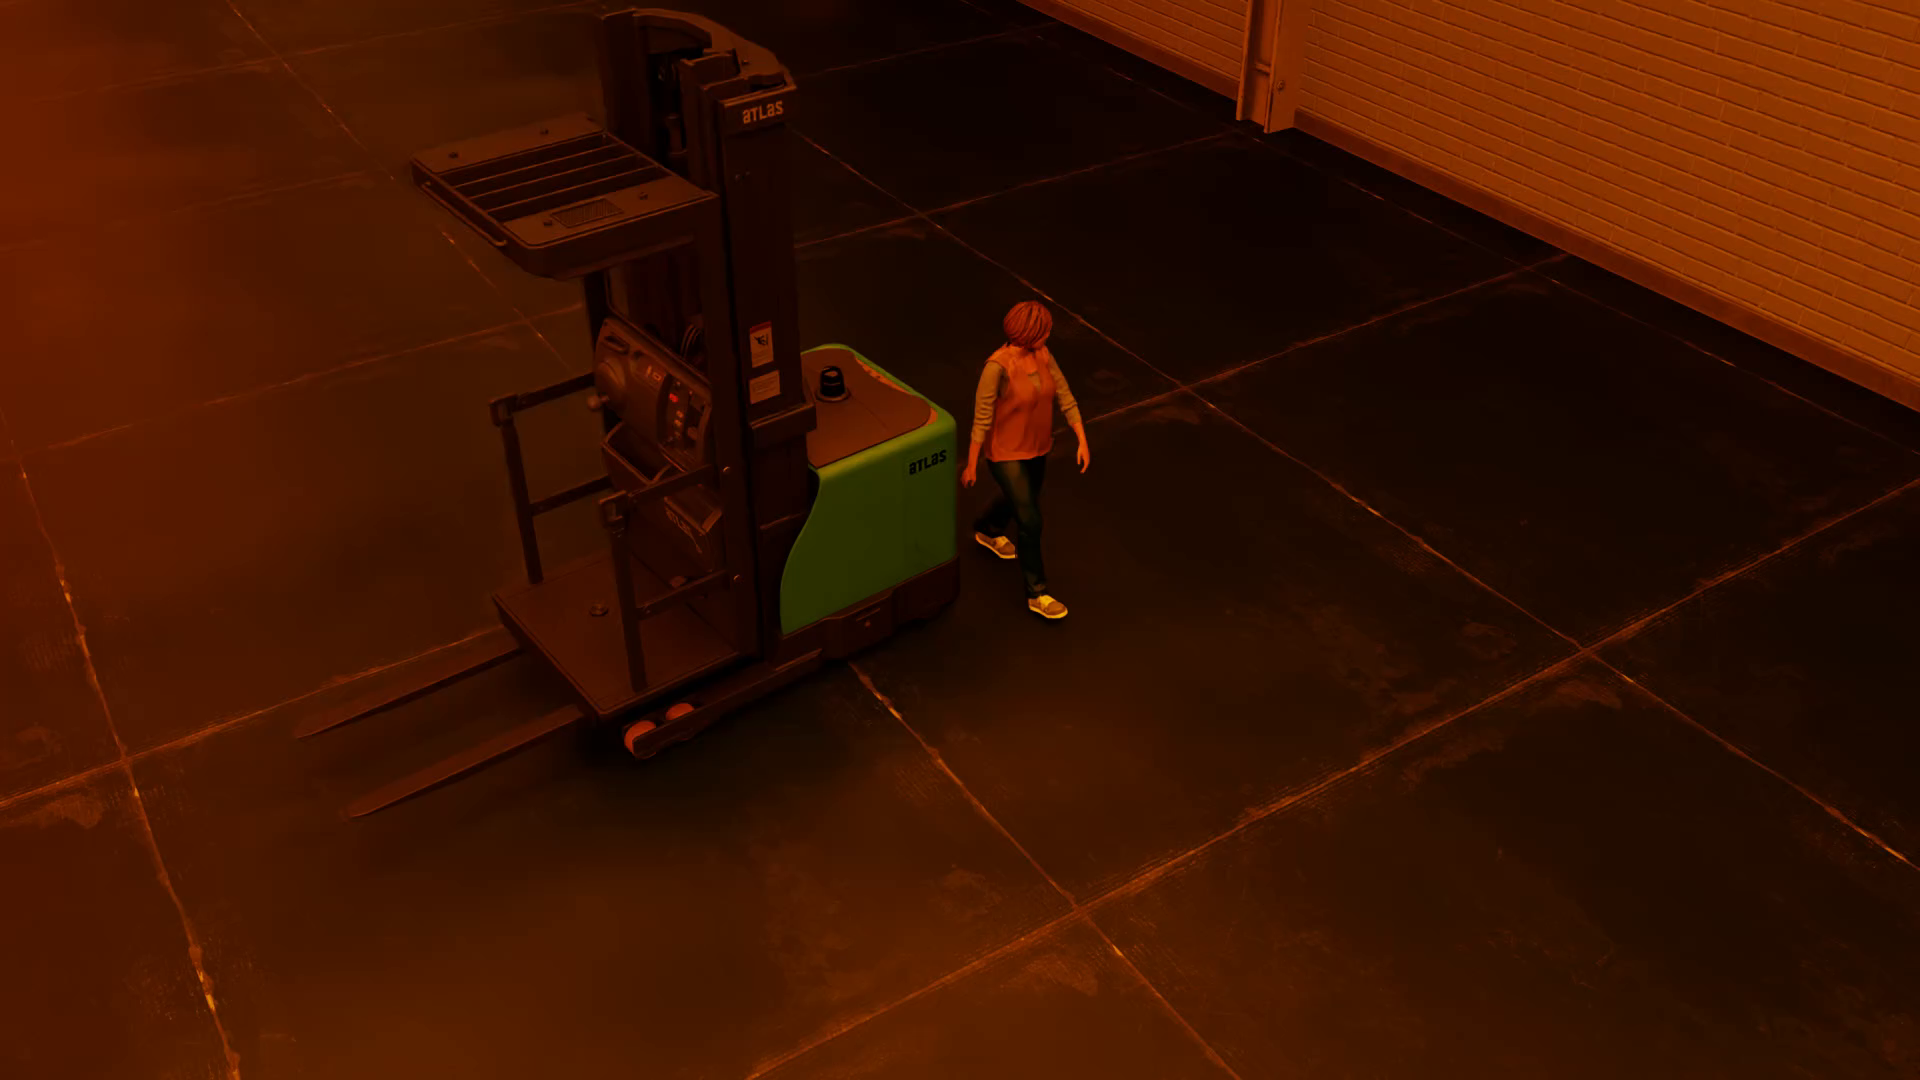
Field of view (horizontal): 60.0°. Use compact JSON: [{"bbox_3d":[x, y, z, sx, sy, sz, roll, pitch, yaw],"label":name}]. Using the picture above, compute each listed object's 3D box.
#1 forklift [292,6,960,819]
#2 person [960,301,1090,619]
[{"bbox_3d":[-1.473,-0.581,6.974,3.031,2.935,1.130,-24,42,-30],"label":"forklift"},{"bbox_3d":[0.286,-0.398,7.943,0.823,1.522,0.544,26,43,32],"label":"person"}]
